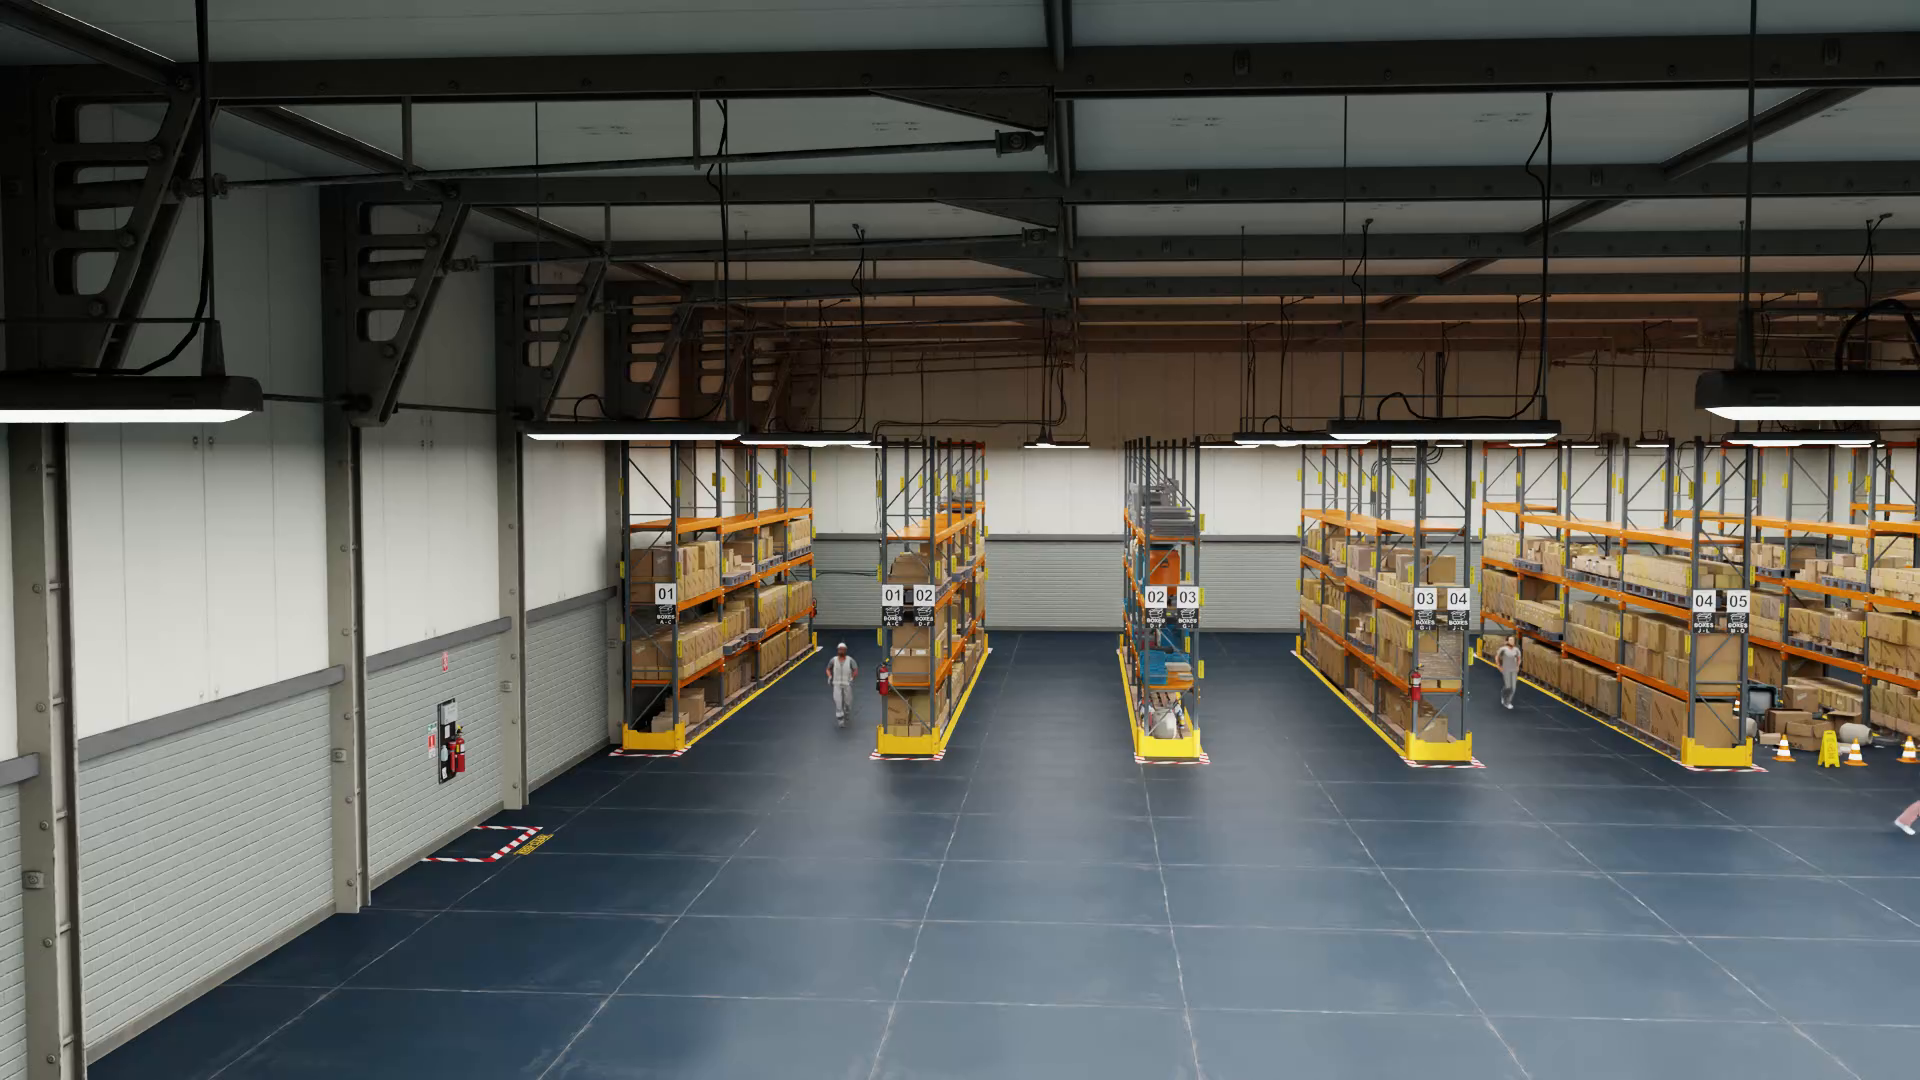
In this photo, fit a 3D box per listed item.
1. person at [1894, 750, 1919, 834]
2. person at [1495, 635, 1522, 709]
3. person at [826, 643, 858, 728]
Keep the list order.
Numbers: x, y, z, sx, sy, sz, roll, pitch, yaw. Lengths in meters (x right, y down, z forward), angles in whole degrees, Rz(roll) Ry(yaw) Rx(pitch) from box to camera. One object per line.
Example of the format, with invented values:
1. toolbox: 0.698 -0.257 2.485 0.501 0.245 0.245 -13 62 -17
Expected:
1. person: 14.302 3.563 24.475 0.927 1.682 0.540 2 4 39
2. person: 12.217 2.928 36.988 0.569 1.633 0.512 0 3 1
3. person: -2.452 3.006 34.503 0.659 1.742 0.709 0 3 -3
